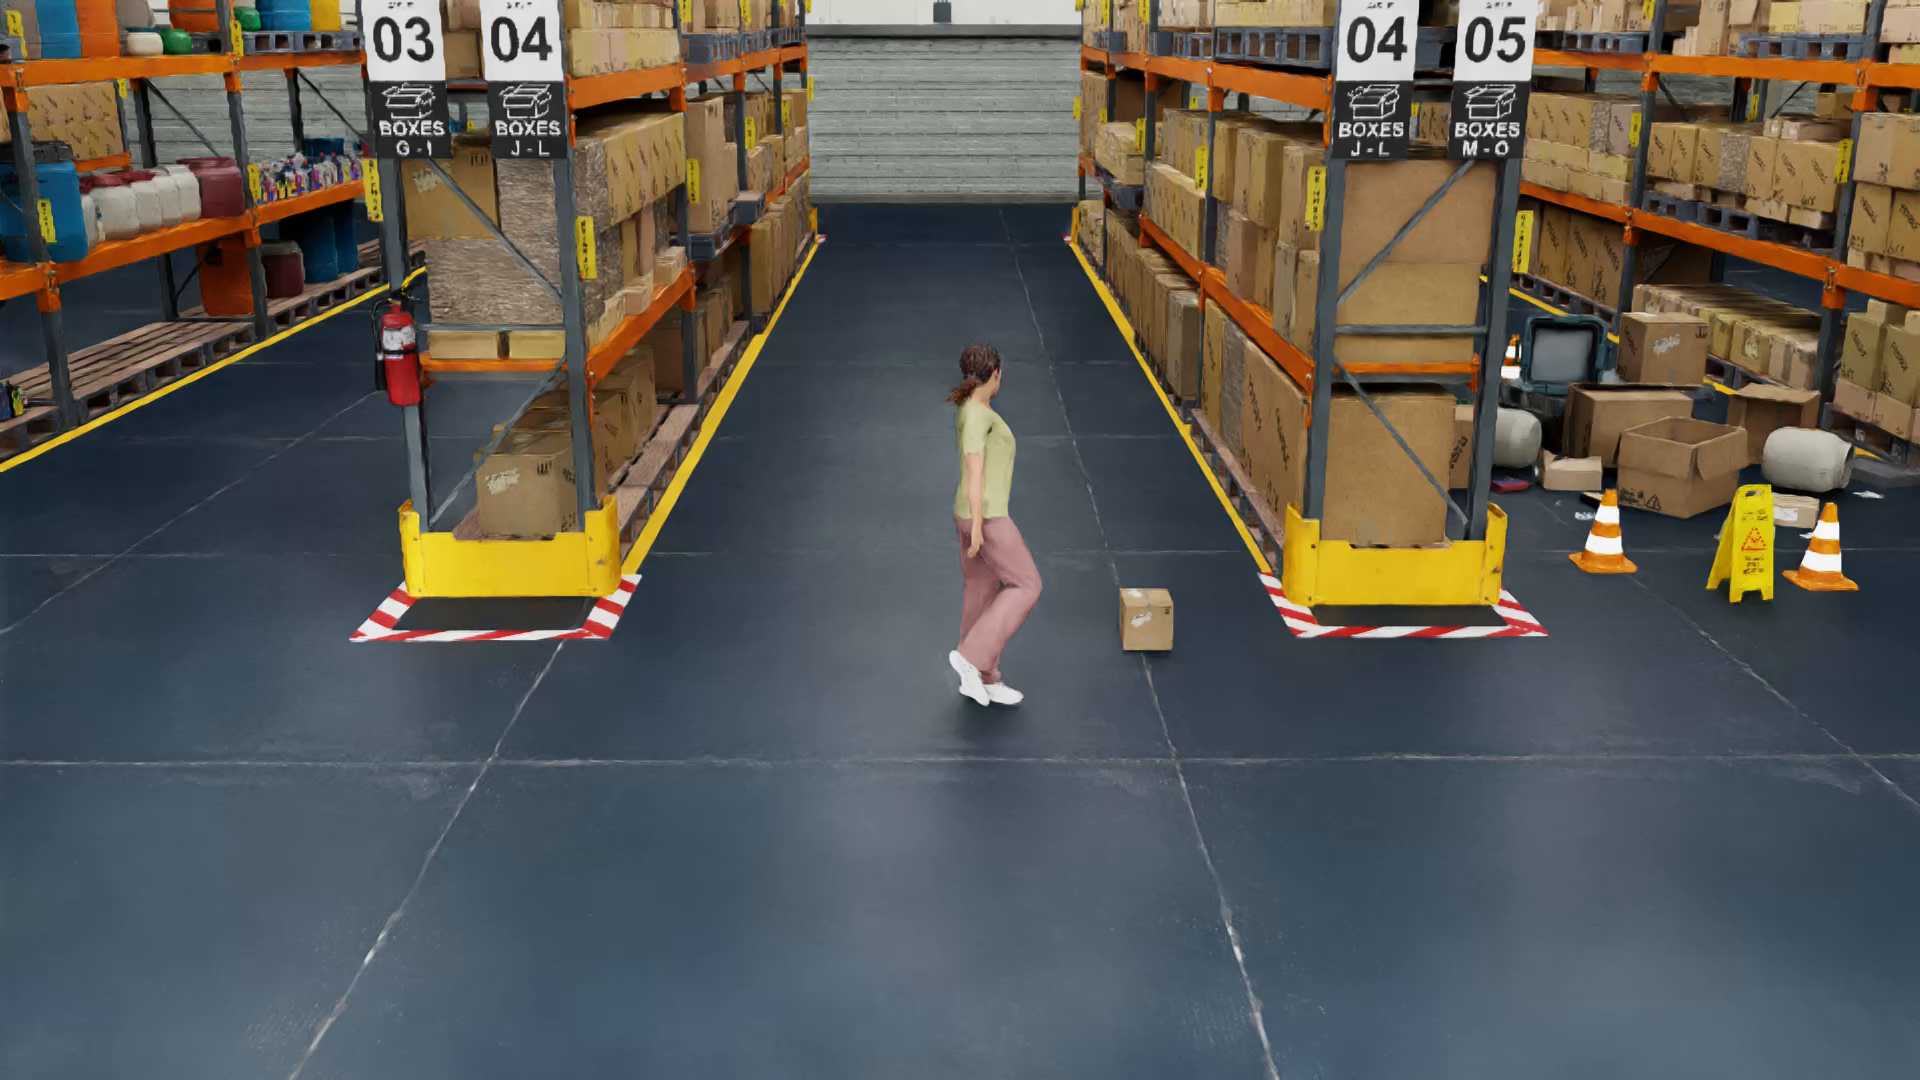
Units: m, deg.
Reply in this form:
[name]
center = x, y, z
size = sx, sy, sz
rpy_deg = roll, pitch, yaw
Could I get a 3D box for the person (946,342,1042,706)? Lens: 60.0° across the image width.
[person]
center = 0.156, -0.068, 7.737
size = 0.433, 1.662, 0.654
rpy_deg = -1, 17, -3
